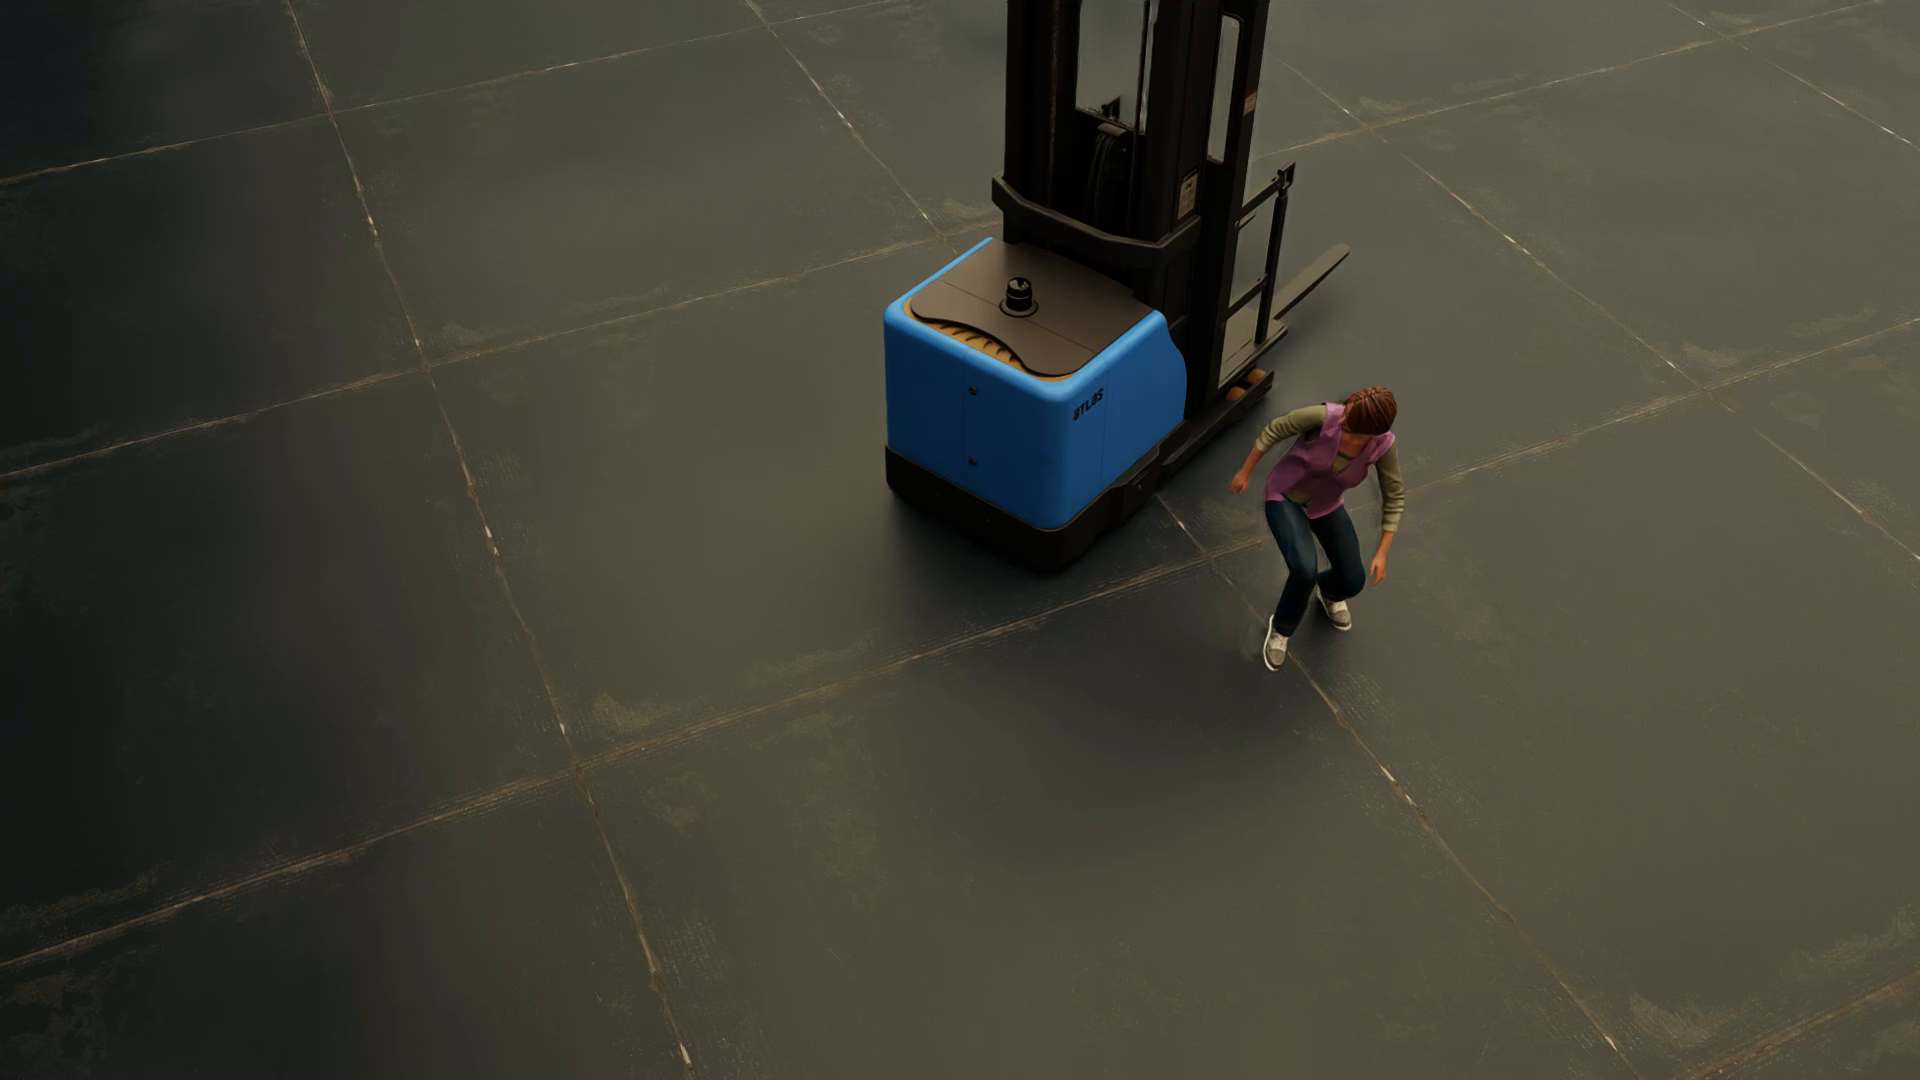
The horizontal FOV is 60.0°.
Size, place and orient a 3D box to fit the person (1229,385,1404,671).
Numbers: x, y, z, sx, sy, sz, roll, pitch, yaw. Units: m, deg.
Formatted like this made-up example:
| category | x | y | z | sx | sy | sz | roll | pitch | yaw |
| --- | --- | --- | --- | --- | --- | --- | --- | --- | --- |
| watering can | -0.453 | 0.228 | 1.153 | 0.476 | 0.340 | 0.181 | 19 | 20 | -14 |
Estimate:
| category | x | y | z | sx | sy | sz | roll | pitch | yaw |
| --- | --- | --- | --- | --- | --- | --- | --- | --- | --- |
| person | 1.496 | -0.082 | 6.929 | 0.649 | 1.389 | 0.636 | -4 | 43 | -4 |

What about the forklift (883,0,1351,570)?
| category | x | y | z | sx | sy | sz | roll | pitch | yaw |
| --- | --- | --- | --- | --- | --- | --- | --- | --- | --- |
| forklift | 0.962 | -1.881 | 7.695 | 1.130 | 2.935 | 3.031 | 29 | 50 | 27 |
